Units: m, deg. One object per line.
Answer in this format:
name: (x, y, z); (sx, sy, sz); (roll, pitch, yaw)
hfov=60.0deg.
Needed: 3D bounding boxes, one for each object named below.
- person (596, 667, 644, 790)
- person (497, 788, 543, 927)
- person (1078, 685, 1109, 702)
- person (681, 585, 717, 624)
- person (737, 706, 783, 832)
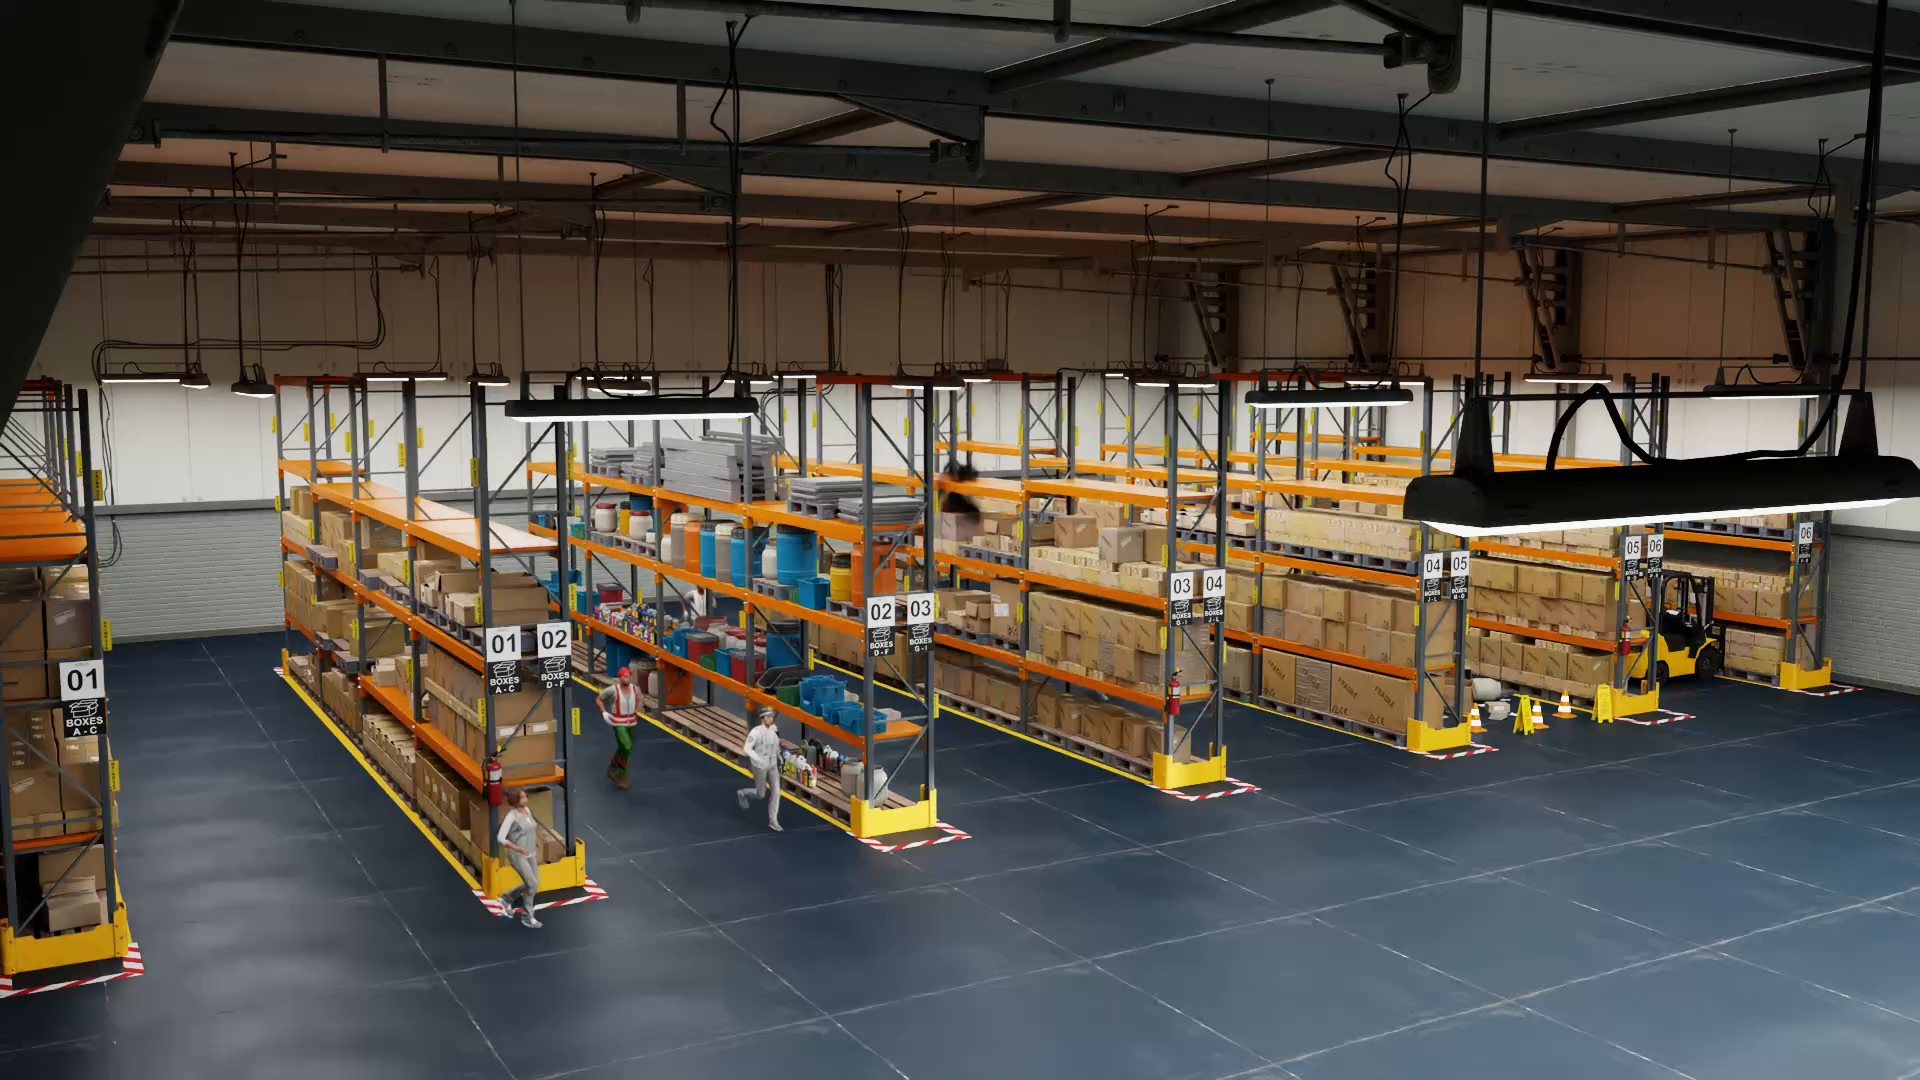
person: (-4.986, 2.765, 24.623); (0.802, 1.811, 0.634); (6, 9, 44)
person: (-4.934, 3.591, 18.570); (0.559, 1.494, 0.561); (2, 6, 14)
person: (2.465, 2.055, 30.985); (0.731, 1.809, 0.938); (-4, 8, -36)
person: (-5.357, 1.650, 34.379); (0.679, 1.782, 0.992); (-5, 8, -39)
person: (-2.631, 3.061, 22.506); (0.625, 1.671, 0.838); (-6, 9, -43)
